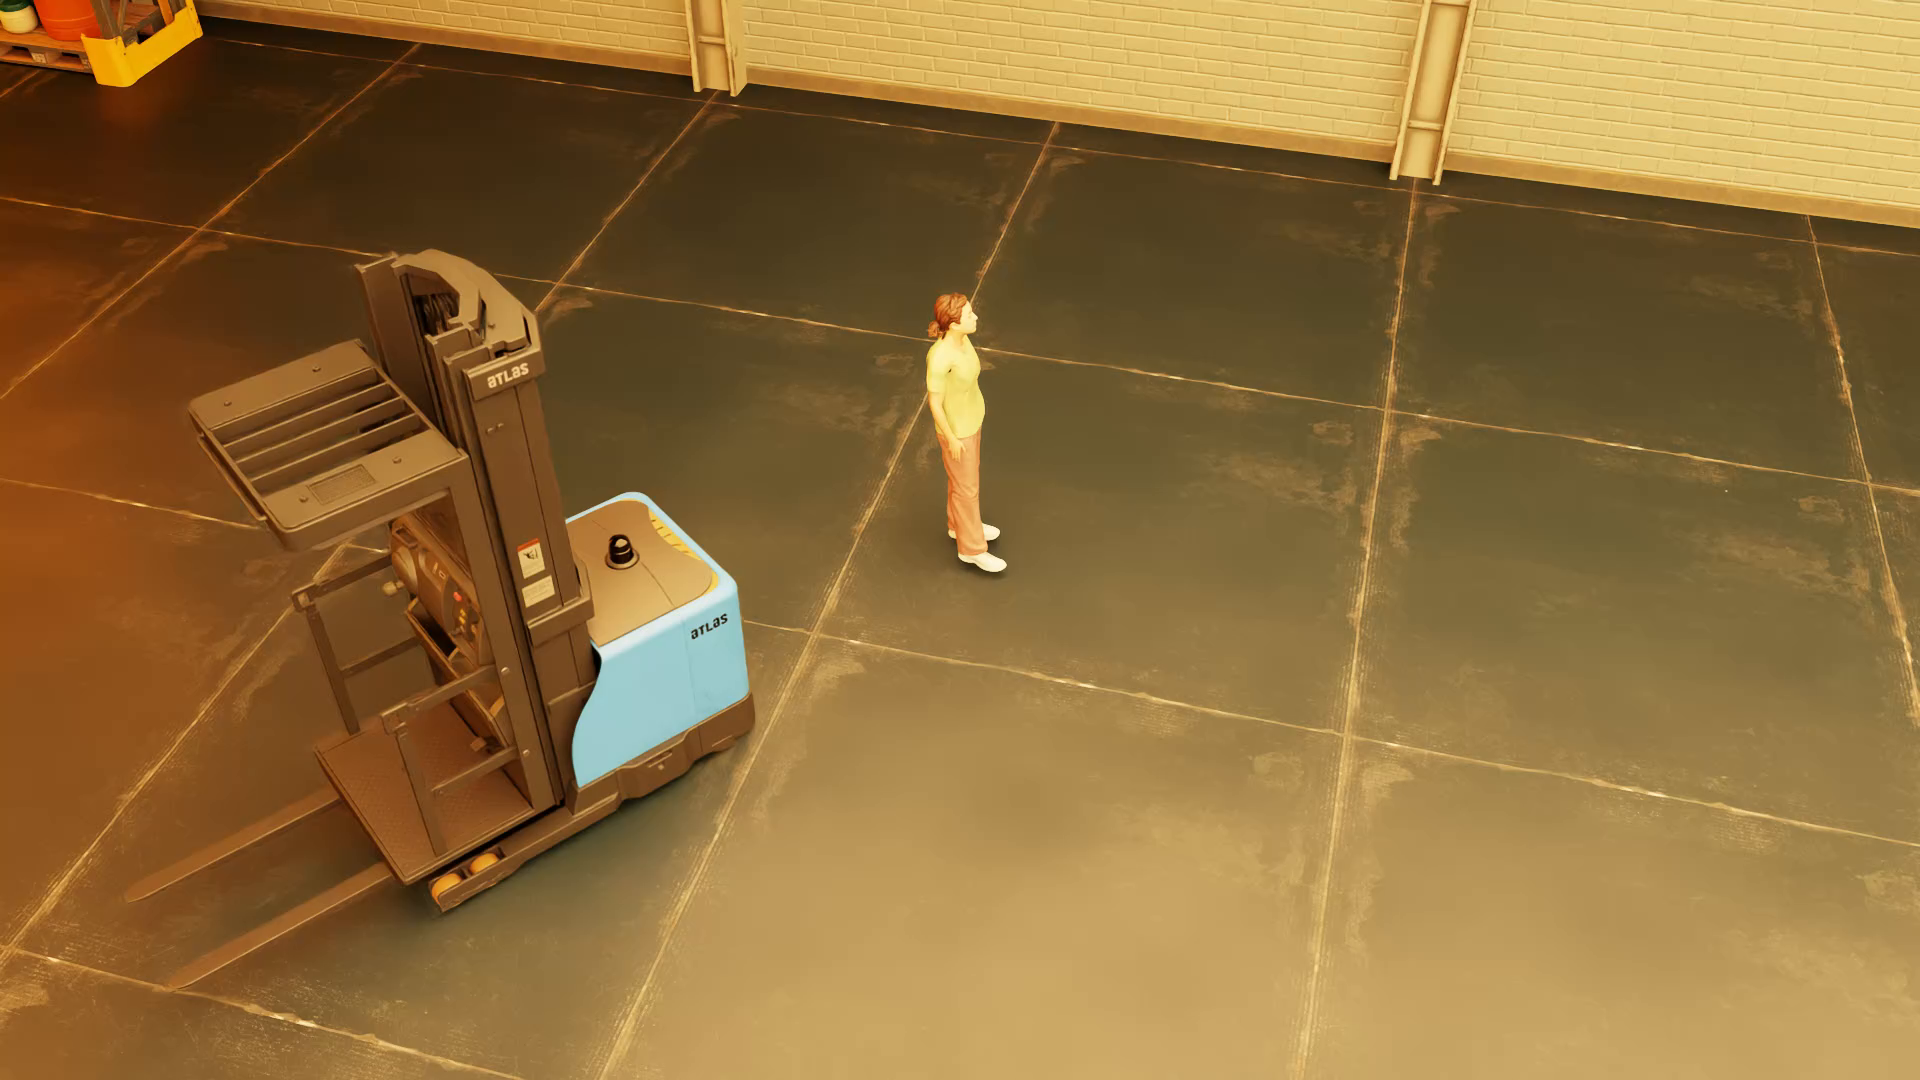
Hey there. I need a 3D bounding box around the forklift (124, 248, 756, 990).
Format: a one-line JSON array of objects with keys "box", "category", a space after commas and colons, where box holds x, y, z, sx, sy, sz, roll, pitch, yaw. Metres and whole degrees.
[{"box": [-2.556, 0.283, 7.539, 3.031, 2.935, 1.130, -28, 48, -28], "category": "forklift"}]

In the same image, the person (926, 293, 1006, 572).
[{"box": [0.069, -0.646, 9.478, 0.547, 1.673, 0.553, 10, 42, 11], "category": "person"}]
